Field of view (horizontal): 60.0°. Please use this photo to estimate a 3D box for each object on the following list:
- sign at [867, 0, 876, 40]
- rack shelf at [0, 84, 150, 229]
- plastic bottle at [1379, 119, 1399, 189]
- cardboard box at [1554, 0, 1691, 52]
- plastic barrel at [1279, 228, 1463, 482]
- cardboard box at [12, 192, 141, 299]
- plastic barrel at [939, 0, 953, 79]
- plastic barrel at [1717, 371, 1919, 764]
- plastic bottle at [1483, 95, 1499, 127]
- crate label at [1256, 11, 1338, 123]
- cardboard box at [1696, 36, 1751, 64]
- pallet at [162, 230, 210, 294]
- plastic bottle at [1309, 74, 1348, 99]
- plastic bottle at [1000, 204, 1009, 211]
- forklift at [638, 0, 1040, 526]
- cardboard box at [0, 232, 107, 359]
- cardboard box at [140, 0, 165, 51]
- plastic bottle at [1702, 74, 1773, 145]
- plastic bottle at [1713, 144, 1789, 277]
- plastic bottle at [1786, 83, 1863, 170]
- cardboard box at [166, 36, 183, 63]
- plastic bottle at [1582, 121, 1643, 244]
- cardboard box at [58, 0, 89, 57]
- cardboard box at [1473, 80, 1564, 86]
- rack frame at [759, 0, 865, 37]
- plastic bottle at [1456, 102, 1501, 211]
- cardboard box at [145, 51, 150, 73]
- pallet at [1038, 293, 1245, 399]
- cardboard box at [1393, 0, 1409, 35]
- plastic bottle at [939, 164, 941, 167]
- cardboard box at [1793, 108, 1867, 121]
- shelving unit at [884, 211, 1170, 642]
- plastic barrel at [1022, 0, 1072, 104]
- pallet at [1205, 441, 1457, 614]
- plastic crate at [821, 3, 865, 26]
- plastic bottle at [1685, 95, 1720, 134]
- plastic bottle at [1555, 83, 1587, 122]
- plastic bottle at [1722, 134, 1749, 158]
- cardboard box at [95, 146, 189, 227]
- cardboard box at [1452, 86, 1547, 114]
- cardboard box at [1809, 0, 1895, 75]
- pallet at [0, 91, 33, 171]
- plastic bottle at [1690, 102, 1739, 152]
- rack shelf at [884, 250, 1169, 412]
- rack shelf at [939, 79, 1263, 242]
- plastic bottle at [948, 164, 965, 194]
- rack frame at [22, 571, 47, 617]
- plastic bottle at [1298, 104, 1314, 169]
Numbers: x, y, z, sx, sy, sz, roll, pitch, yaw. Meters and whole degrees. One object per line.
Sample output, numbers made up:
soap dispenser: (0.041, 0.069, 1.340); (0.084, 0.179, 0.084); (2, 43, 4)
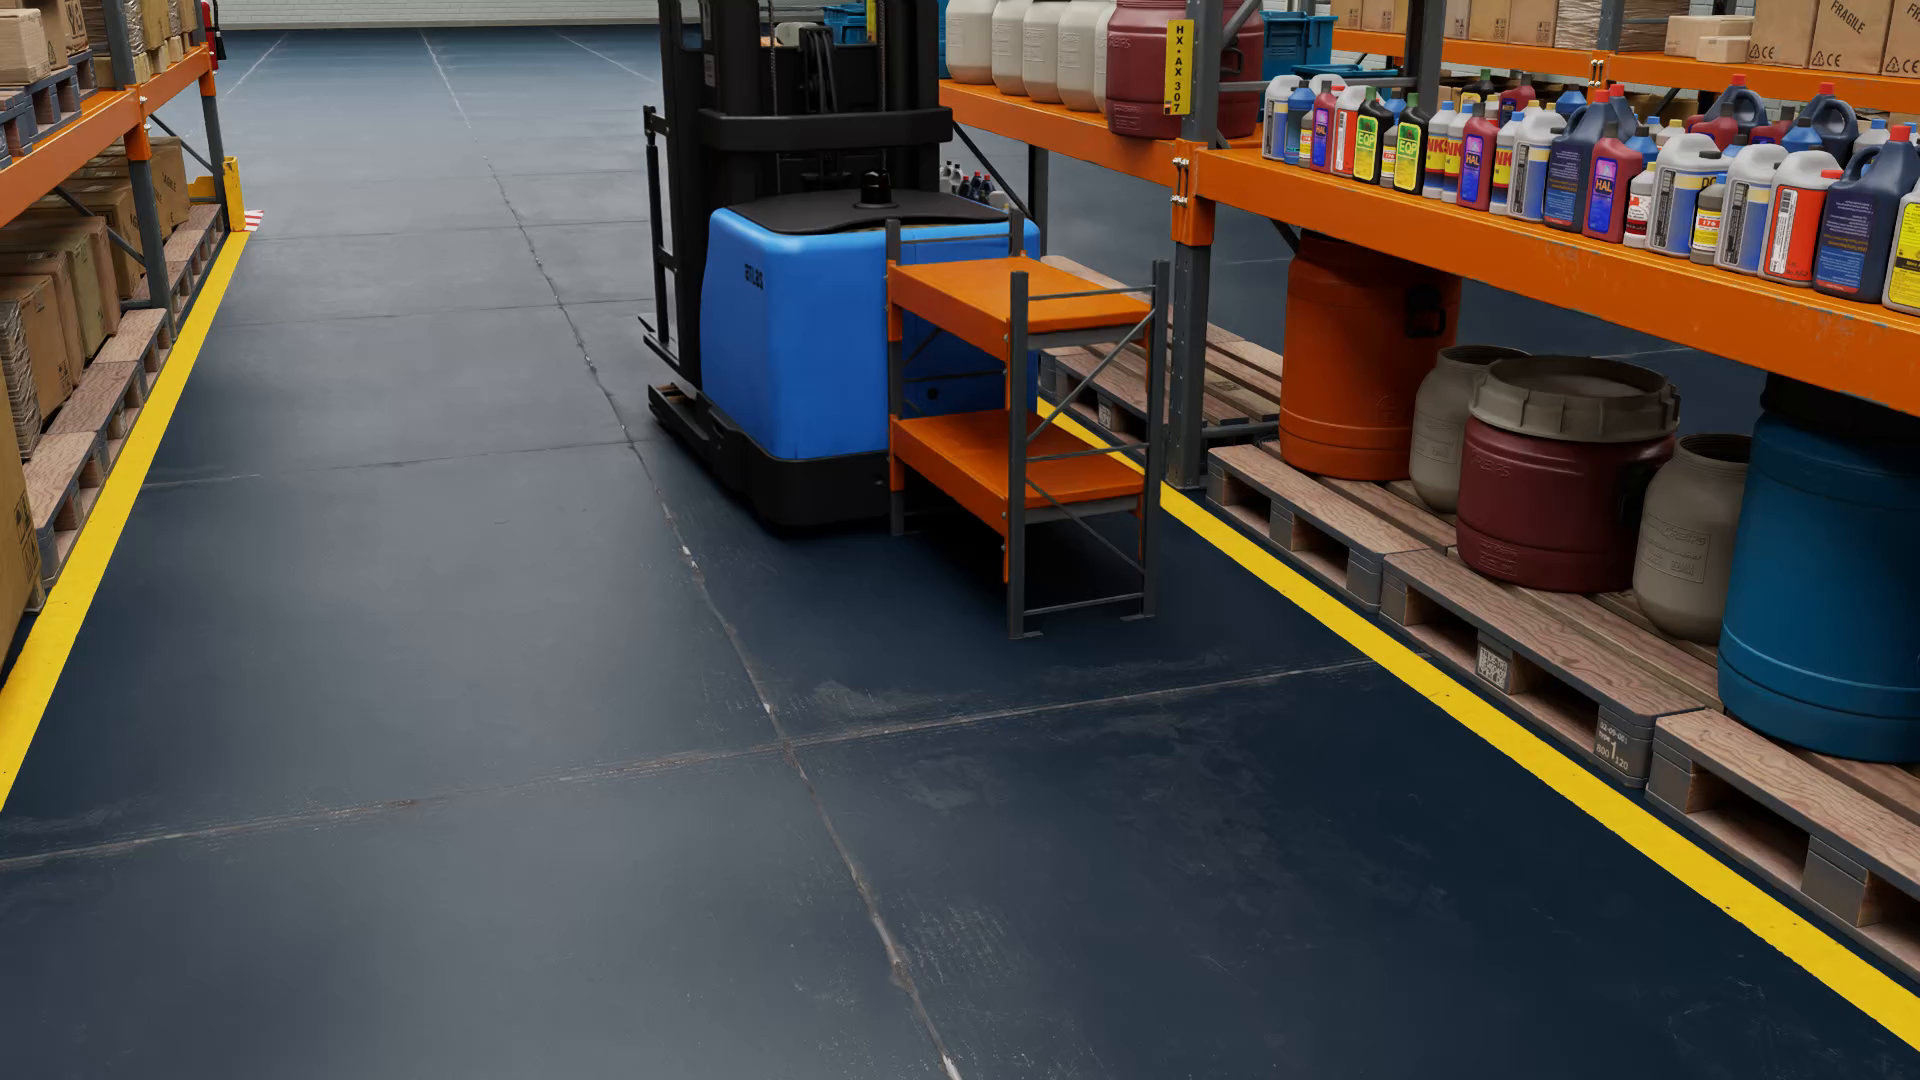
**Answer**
sign: (-0.483, -3.027, 9.496); (0.100, 0.325, 0.005); (-6, 21, -17)
rack shelf: (-4.031, -1.445, 6.566); (1.077, 0.370, 4.000); (-6, 21, -17)
plastic bottle: (1.327, -1.170, 5.029); (0.097, 0.201, 0.097); (0, 20, 0)
cardboard box: (4.600, -3.665, 11.536); (0.700, 0.500, 0.500); (-7, 21, -19)
plastic barrel: (1.470, -0.689, 5.986); (0.600, 0.830, 0.708); (-6, 21, -17)
cardboard box: (-4.747, -1.579, 8.952); (0.500, 0.500, 0.500); (-7, 21, -19)
plastic barrel: (-0.124, -3.031, 9.176); (0.600, 0.901, 0.708); (-6, 21, -17)
plastic barrel: (2.179, 0.002, 3.956); (0.600, 0.901, 0.708); (-6, 21, -17)
plastic bottle: (1.851, -1.451, 5.812); (0.097, 0.201, 0.097); (0, 20, 0)
crate label: (1.244, -2.032, 7.084); (0.502, 0.435, 0.616); (-6, 21, -17)
cardboard box: (4.830, -3.052, 10.348); (0.380, 0.149, 0.250); (-6, 21, -17)
pallet: (-5.291, -1.717, 10.384); (1.003, 0.211, 1.213); (-6, 21, -17)
plastic bottle: (1.273, -1.452, 5.706); (0.152, 0.276, 0.135); (-6, 21, -17)
plastic bottle: (0.294, -2.056, 10.691); (0.097, 0.201, 0.097); (0, 20, 0)
forklift: (-0.735, -1.889, 6.840); (1.130, 2.935, 3.031); (-8, 21, -21)
cardboard box: (-4.355, -1.101, 7.592); (0.700, 0.500, 0.500); (-7, 21, -18)
cardboard box: (-4.866, -2.927, 9.041); (0.875, 0.500, 0.500); (-6, 21, -17)
plastic bottle: (2.201, -1.138, 4.720); (0.144, 0.351, 0.185); (-6, 21, -17)
plastic bottle: (1.810, -0.740, 3.723); (0.152, 0.276, 0.135); (-6, 21, -17)
plastic bottle: (2.301, -1.036, 4.435); (0.144, 0.351, 0.185); (-6, 21, -17)
cardboard box: (-5.060, -3.051, 10.344); (0.380, 0.149, 0.250); (-6, 21, -17)
plastic bottle: (1.621, -0.887, 4.122); (0.061, 0.283, 0.133); (-6, 21, -17)
cardboard box: (-4.543, -2.635, 7.307); (1.000, 1.000, 1.000); (-6, 21, -17)
cardboard box: (4.424, -3.396, 13.271); (0.500, 0.500, 0.500); (-6, 21, -17)
rack frame: (-1.215, -4.235, 13.270); (1.000, 3.000, 0.127); (-6, 21, -17)
plastic bottle: (1.449, -1.064, 4.614); (0.061, 0.283, 0.133); (-6, 21, -17)
cardboard box: (-4.613, -2.567, 8.997); (0.380, 0.149, 0.250); (-6, 21, -17)
pallet: (0.713, -0.999, 8.385); (1.003, 0.211, 1.213); (-6, 21, -17)
cardboard box: (3.943, -4.328, 13.381); (0.700, 0.500, 0.500); (-6, 21, -17)
plastic bottle: (-0.167, -2.585, 12.044); (0.061, 0.283, 0.133); (-6, 21, -16)
cardboard box: (8.322, -3.998, 15.936); (0.500, 0.311, 0.500); (-9, 22, -23)
shelving unit: (0.182, -0.416, 5.412); (0.538, 1.125, 1.048); (-8, 21, -21)
plastic barrel: (0.501, -2.311, 7.711); (0.433, 0.535, 0.433); (0, 20, 0)
pallet: (1.587, -0.107, 5.902); (1.003, 0.211, 1.213); (-6, 21, -17)
plastic crate: (-0.774, -4.036, 12.936); (0.499, 0.251, 0.616); (-6, 21, -17)
plastic bottle: (2.191, -1.162, 4.886); (0.061, 0.283, 0.133); (-6, 21, -17)
plastic bottle: (1.984, -1.347, 5.420); (0.097, 0.271, 0.097); (0, 20, 0)
plastic bottle: (1.850, -0.832, 3.985); (0.097, 0.271, 0.097); (0, 20, 0)
cardboard box: (-5.516, -2.340, 11.069); (0.500, 0.500, 0.500); (-1, 20, -3)
cardboard box: (4.086, -3.180, 12.670); (0.500, 0.500, 0.500); (-6, 21, -17)
cardboard box: (5.295, -2.946, 9.532); (0.500, 0.500, 0.500); (-6, 21, -17)
pallet: (-3.727, -1.269, 5.295); (1.213, 0.211, 1.003); (-6, 21, -17)
plastic bottle: (2.112, -1.087, 4.678); (0.061, 0.283, 0.133); (-6, 21, -17)
rack shelf: (0.182, -0.692, 5.313); (0.538, 0.278, 1.000); (-8, 21, -21)
rack shelf: (0.671, -1.971, 8.031); (1.077, 0.370, 4.000); (-6, 21, -17)
plastic bottle: (-0.010, -2.412, 11.462); (0.144, 0.351, 0.185); (-7, 21, -18)
rack frame: (-3.402, -1.141, 4.657); (1.000, 3.000, 0.127); (-6, 21, -17)
plastic bottle: (1.170, -1.330, 5.475); (0.097, 0.201, 0.097); (0, 20, 0)
